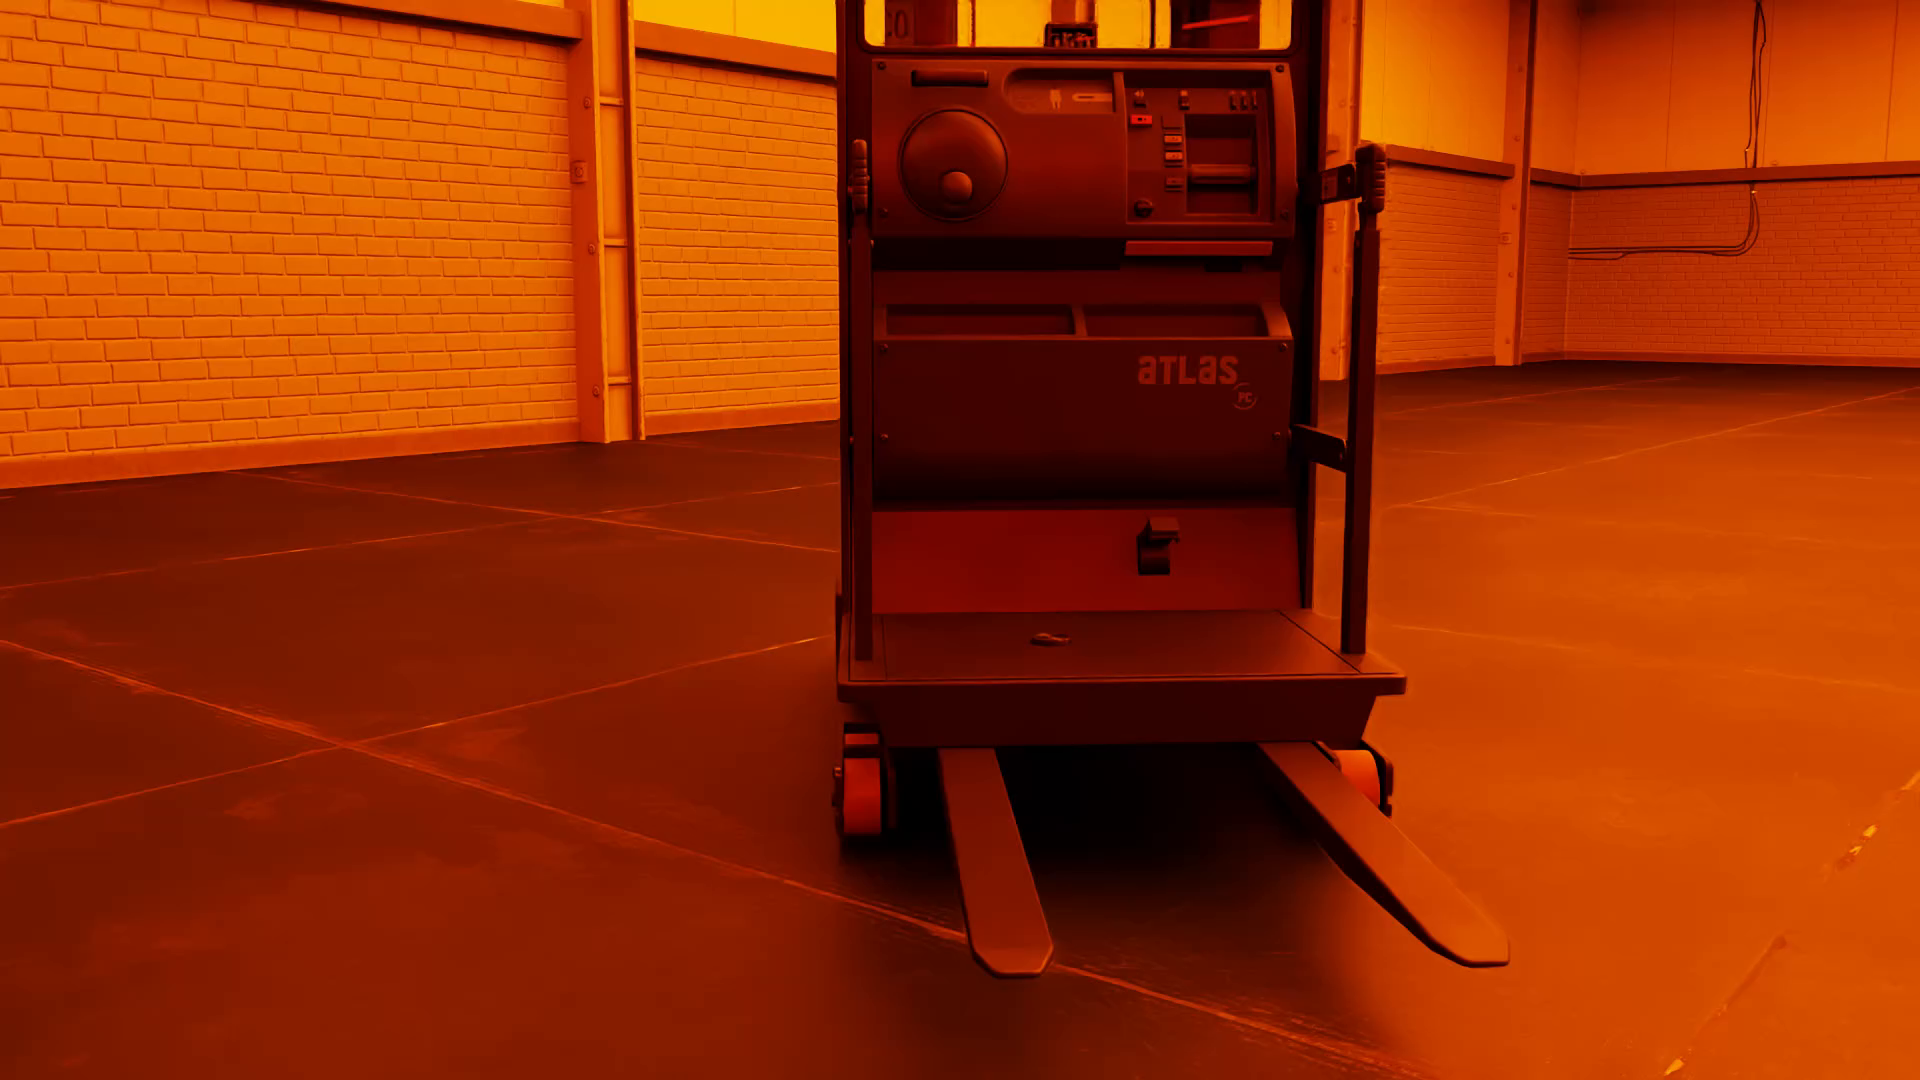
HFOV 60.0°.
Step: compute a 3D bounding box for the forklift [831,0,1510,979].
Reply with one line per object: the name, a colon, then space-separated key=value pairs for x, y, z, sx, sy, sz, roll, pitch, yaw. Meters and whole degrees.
forklift: x=0.285 y=-0.901 z=3.440 sx=1.130 sy=2.935 sz=3.031 roll=-1 pitch=8 yaw=-3
